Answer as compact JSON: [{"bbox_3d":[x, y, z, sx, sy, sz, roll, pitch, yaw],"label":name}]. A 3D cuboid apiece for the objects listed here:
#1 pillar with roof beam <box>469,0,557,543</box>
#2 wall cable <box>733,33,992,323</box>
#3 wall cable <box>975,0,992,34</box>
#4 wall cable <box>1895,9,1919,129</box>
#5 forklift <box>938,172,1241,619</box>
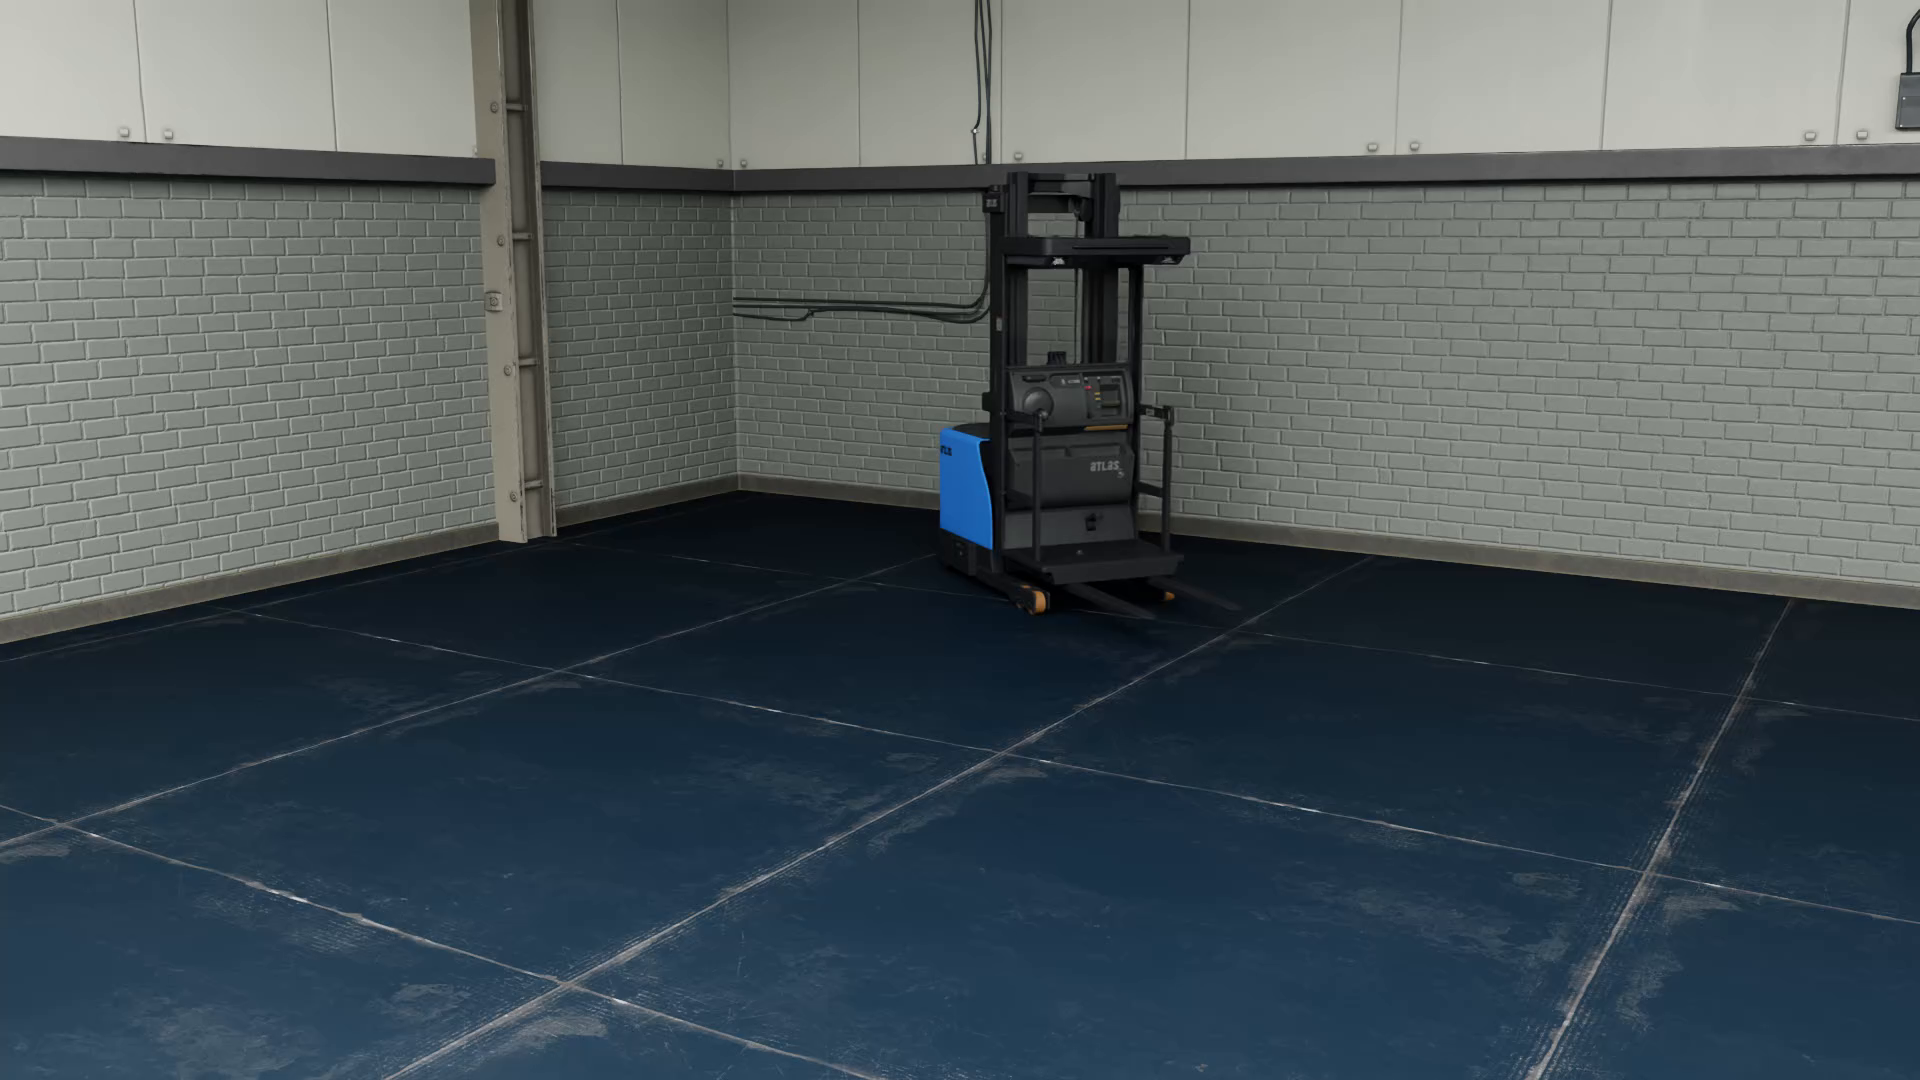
[{"bbox_3d":[0.041,-4.032,10.953,9.100,9.000,0.400,6,12,31],"label":"pillar with roof beam"},{"bbox_3d":[-0.978,-3.254,15.236,3.097,2.526,0.112,6,12,31],"label":"wall cable"},{"bbox_3d":[1.334,-5.478,13.391,3.097,2.526,0.112,6,12,31],"label":"wall cable"},{"bbox_3d":[7.127,-5.543,9.779,2.305,6.003,0.169,6,12,31],"label":"wall cable"},{"bbox_3d":[0.865,-1.026,11.384,1.130,2.935,3.031,-4,11,-22],"label":"forklift"}]
